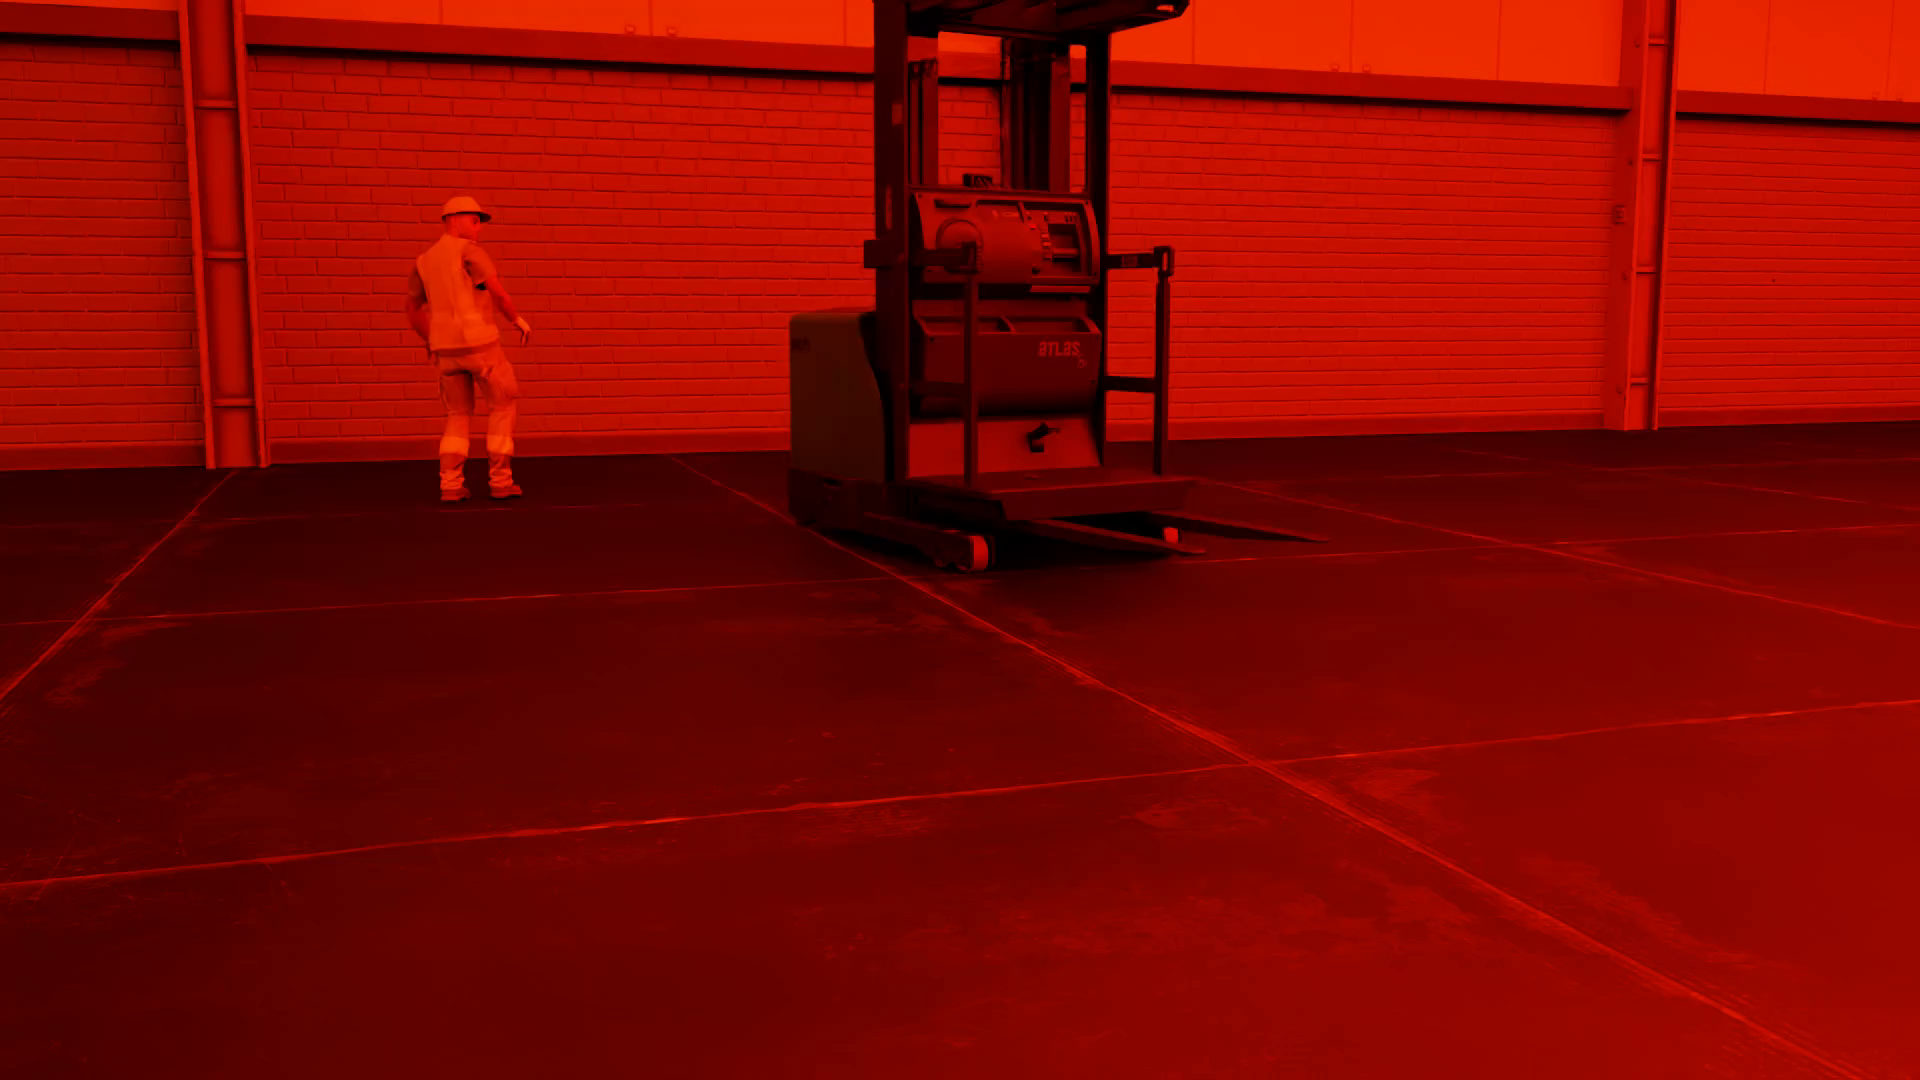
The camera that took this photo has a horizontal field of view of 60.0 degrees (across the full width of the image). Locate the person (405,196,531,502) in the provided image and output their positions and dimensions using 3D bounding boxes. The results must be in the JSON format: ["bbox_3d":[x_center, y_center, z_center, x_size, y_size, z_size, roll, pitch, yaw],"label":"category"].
[{"bbox_3d":[-2.837,-1.101,9.592,0.740,1.741,0.512,3,8,19],"label":"person"}]

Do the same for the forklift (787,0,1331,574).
[{"bbox_3d":[0.329,-1.382,7.213,1.130,2.935,3.031,-5,9,-31],"label":"forklift"}]
